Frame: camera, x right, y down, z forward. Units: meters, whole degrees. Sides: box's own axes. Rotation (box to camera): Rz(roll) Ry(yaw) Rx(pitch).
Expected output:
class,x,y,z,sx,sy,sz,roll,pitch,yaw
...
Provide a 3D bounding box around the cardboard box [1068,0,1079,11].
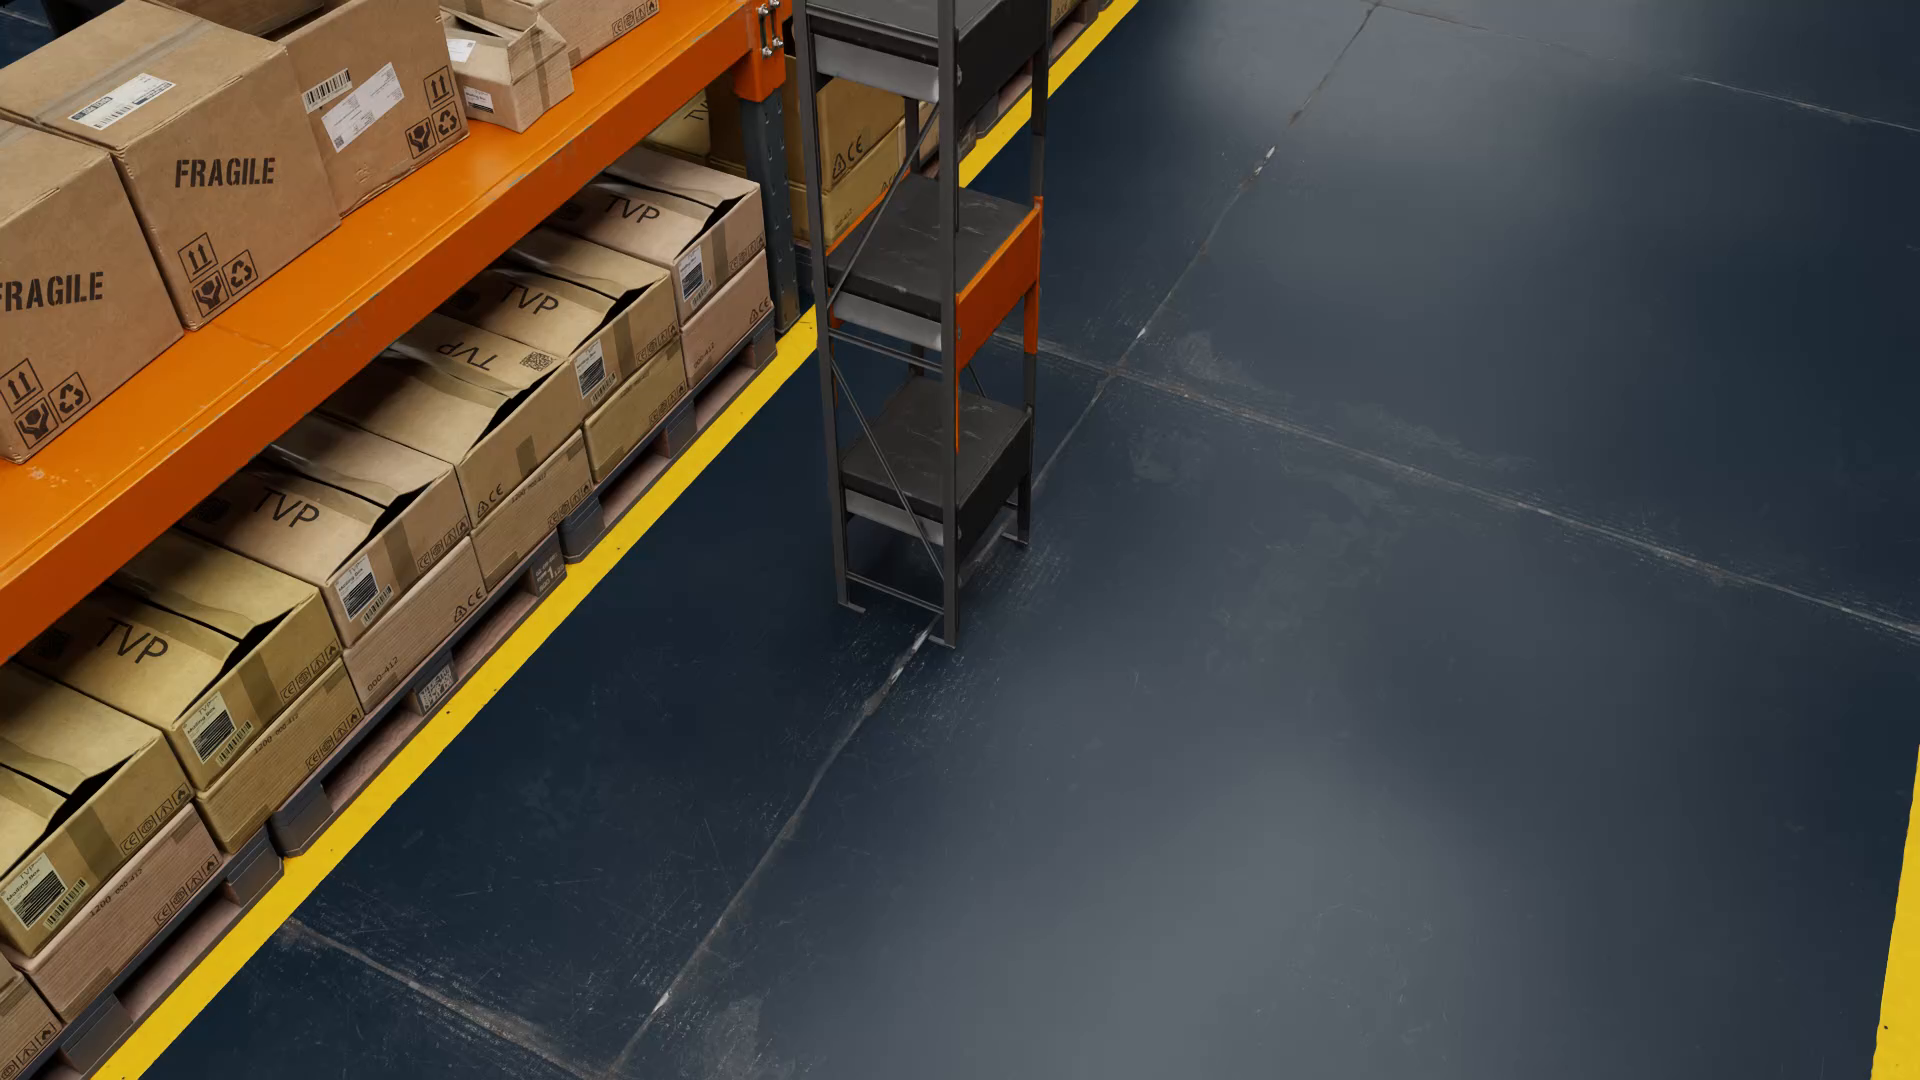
class,x,y,z,sx,sy,sz,roll,pitch,yaw
cardboard box,0.368,-2.621,7.370,0.500,0.250,0.500,20,49,19

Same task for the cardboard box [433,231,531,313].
class,x,y,z,sx,sy,sz,roll,pitch,yaw
cardboard box,-1.699,-0.877,5.251,0.500,0.311,0.500,20,49,19

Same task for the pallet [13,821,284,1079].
class,x,y,z,sx,sy,sz,roll,pitch,yaw
pallet,-2.490,1.004,4.109,1.003,0.211,1.213,20,49,19

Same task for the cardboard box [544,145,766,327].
class,x,y,z,sx,sy,sz,roll,pitch,yaw
cardboard box,-0.984,-1.019,5.392,0.500,0.311,0.500,20,49,19

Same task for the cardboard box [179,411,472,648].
class,x,y,z,sx,sy,sz,roll,pitch,yaw
cardboard box,-1.690,-0.060,4.444,0.500,0.311,0.500,20,49,19

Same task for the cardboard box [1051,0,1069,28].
class,x,y,z,sx,sy,sz,roll,pitch,yaw
cardboard box,0.134,-2.307,7.059,0.500,0.250,0.500,20,49,19

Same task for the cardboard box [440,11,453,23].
class,x,y,z,sx,sy,sz,roll,pitch,yaw
cardboard box,-1.642,-1.411,4.713,0.380,0.149,0.250,20,49,19

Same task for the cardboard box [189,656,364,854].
class,x,y,z,sx,sy,sz,roll,pitch,yaw
cardboard box,-1.934,0.469,4.316,0.500,0.250,0.500,19,48,18

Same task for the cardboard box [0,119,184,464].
class,x,y,z,sx,sy,sz,roll,pitch,yaw
cardboard box,-2.142,-0.568,3.632,0.500,0.500,0.500,18,48,17

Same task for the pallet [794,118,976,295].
class,x,y,z,sx,sy,sz,roll,pitch,yaw
pallet,-0.643,-1.497,6.581,1.003,0.211,1.213,20,49,19

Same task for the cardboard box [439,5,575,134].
class,x,y,z,sx,sy,sz,roll,pitch,yaw
cardboard box,-1.295,-1.329,4.549,0.396,0.266,0.258,19,48,18

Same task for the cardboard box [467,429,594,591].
class,x,y,z,sx,sy,sz,roll,pitch,yaw
cardboard box,-1.459,-0.174,4.951,0.500,0.250,0.500,21,49,20

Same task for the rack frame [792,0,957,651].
class,x,y,z,sx,sy,sz,roll,pitch,yaw
rack frame,-0.190,-0.480,4.248,0.400,2.100,0.015,20,49,19

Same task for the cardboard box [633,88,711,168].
class,x,y,z,sx,sy,sz,roll,pitch,yaw
cardboard box,-1.028,-1.536,6.297,0.500,0.250,0.500,20,49,19

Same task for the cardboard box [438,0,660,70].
class,x,y,z,sx,sy,sz,roll,pitch,yaw
cardboard box,-1.239,-1.613,4.841,0.500,0.250,0.500,23,50,21

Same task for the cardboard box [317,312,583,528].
class,x,y,z,sx,sy,sz,roll,pitch,yaw
cardboard box,-1.453,-0.375,4.756,0.500,0.311,0.500,20,49,19

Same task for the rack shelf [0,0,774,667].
class,x,y,z,sx,sy,sz,roll,pitch,yaw
rack shelf,-1.978,-0.478,4.119,1.077,0.370,4.000,20,49,19

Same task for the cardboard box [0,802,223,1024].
class,x,y,z,sx,sy,sz,roll,pitch,yaw
cardboard box,-2.170,0.798,3.990,0.500,0.250,0.500,19,48,18

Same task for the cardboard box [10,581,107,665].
class,x,y,z,sx,sy,sz,roll,pitch,yaw
cardboard box,-2.409,0.093,4.292,0.500,0.311,0.500,20,49,19

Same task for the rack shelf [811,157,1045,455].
class,x,y,z,sx,sy,sz,roll,pitch,yaw
rack shelf,-0.077,-0.624,4.410,0.431,0.518,0.480,20,49,19

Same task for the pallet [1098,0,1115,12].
class,x,y,z,sx,sy,sz,roll,pitch,yaw
pallet,0.489,-3.035,8.101,1.003,0.211,1.213,20,49,19

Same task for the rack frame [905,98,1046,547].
class,x,y,z,sx,sy,sz,roll,pitch,yaw
rack frame,0.036,-0.788,4.552,0.400,2.100,0.015,20,49,19

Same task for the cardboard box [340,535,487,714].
class,x,y,z,sx,sy,sz,roll,pitch,yaw
cardboard box,-1.696,0.146,4.635,0.500,0.250,0.500,21,49,20

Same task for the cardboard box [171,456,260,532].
class,x,y,z,sx,sy,sz,roll,pitch,yaw
cardboard box,-2.174,-0.222,4.604,0.500,0.311,0.500,22,49,20

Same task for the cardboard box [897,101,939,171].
class,x,y,z,sx,sy,sz,roll,pitch,yaw
cardboard box,-0.329,-1.677,6.436,0.500,0.250,0.500,20,49,19

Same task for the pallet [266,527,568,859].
class,x,y,z,sx,sy,sz,roll,pitch,yaw
pallet,-1.922,0.238,4.866,1.003,0.211,1.213,20,49,19

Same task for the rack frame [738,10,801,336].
class,x,y,z,sx,sy,sz,roll,pitch,yaw
rack frame,-1.049,-1.990,5.108,1.000,3.000,0.127,20,49,19

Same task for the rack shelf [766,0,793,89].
class,x,y,z,sx,sy,sz,roll,pitch,yaw
rack shelf,-0.121,-2.998,6.609,1.077,0.370,4.000,20,49,19

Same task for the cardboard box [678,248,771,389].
class,x,y,z,sx,sy,sz,roll,pitch,yaw
cardboard box,-0.985,-0.815,5.584,0.500,0.250,0.500,20,49,19

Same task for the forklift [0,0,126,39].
class,x,y,z,sx,sy,sz,roll,pitch,yaw
forklift,-3.179,-2.324,5.486,1.130,2.935,3.031,27,51,24

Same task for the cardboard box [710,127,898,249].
class,x,y,z,sx,sy,sz,roll,pitch,yaw
cardboard box,-0.566,-1.364,6.127,0.500,0.250,0.500,20,49,19

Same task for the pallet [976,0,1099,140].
class,x,y,z,sx,sy,sz,roll,pitch,yaw
pallet,-0.078,-2.269,7.344,1.003,0.211,1.213,20,49,19

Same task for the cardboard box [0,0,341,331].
class,x,y,z,sx,sy,sz,roll,pitch,yaw
cardboard box,-1.897,-0.900,3.960,0.500,0.500,0.500,21,49,19

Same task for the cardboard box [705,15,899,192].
class,x,y,z,sx,sy,sz,roll,pitch,yaw
cardboard box,-0.557,-1.624,5.857,0.500,0.500,0.500,20,49,19

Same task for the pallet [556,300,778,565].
class,x,y,z,sx,sy,sz,roll,pitch,yaw
pallet,-1.357,-0.533,5.629,1.003,0.211,1.213,20,49,19

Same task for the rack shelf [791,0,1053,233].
class,x,y,z,sx,sy,sz,roll,pitch,yaw
rack shelf,-0.077,-1.116,3.912,0.431,0.518,0.480,20,49,19

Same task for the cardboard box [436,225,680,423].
class,x,y,z,sx,sy,sz,roll,pitch,yaw
cardboard box,-1.219,-0.689,5.066,0.500,0.311,0.500,22,49,20

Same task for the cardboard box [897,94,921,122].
class,x,y,z,sx,sy,sz,roll,pitch,yaw
cardboard box,-0.332,-1.941,6.171,0.500,0.500,0.500,20,49,19

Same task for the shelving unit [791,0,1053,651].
class,x,y,z,sx,sy,sz,roll,pitch,yaw
shelving unit,-0.077,-0.634,4.400,0.431,2.100,0.503,20,49,19

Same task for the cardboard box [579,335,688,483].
class,x,y,z,sx,sy,sz,roll,pitch,yaw
cardboard box,-1.222,-0.497,5.270,0.500,0.250,0.500,20,49,18

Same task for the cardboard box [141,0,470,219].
class,x,y,z,sx,sy,sz,roll,pitch,yaw
cardboard box,-1.665,-1.215,4.272,0.500,0.500,0.500,24,50,22

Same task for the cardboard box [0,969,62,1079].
class,x,y,z,sx,sy,sz,roll,pitch,yaw
cardboard box,-2.403,1.115,3.677,0.500,0.250,0.500,20,49,19

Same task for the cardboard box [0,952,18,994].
class,x,y,z,sx,sy,sz,roll,pitch,yaw
cardboard box,-2.403,0.918,3.477,0.500,0.311,0.500,22,49,20

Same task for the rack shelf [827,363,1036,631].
class,x,y,z,sx,sy,sz,roll,pitch,yaw
rack shelf,-0.077,-0.132,4.908,0.431,0.518,0.480,20,49,19

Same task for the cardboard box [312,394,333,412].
class,x,y,z,sx,sy,sz,roll,pitch,yaw
cardboard box,-1.938,-0.550,4.929,0.500,0.311,0.500,19,48,18

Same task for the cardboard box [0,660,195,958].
class,x,y,z,sx,sy,sz,roll,pitch,yaw
cardboard box,-2.167,0.585,3.807,0.500,0.311,0.500,19,48,18

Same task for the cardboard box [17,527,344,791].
class,x,y,z,sx,sy,sz,roll,pitch,yaw
cardboard box,-1.928,0.264,4.124,0.500,0.311,0.500,19,48,18

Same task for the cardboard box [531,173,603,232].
class,x,y,z,sx,sy,sz,roll,pitch,yaw
cardboard box,-1.462,-1.191,5.561,0.500,0.311,0.500,21,49,19
